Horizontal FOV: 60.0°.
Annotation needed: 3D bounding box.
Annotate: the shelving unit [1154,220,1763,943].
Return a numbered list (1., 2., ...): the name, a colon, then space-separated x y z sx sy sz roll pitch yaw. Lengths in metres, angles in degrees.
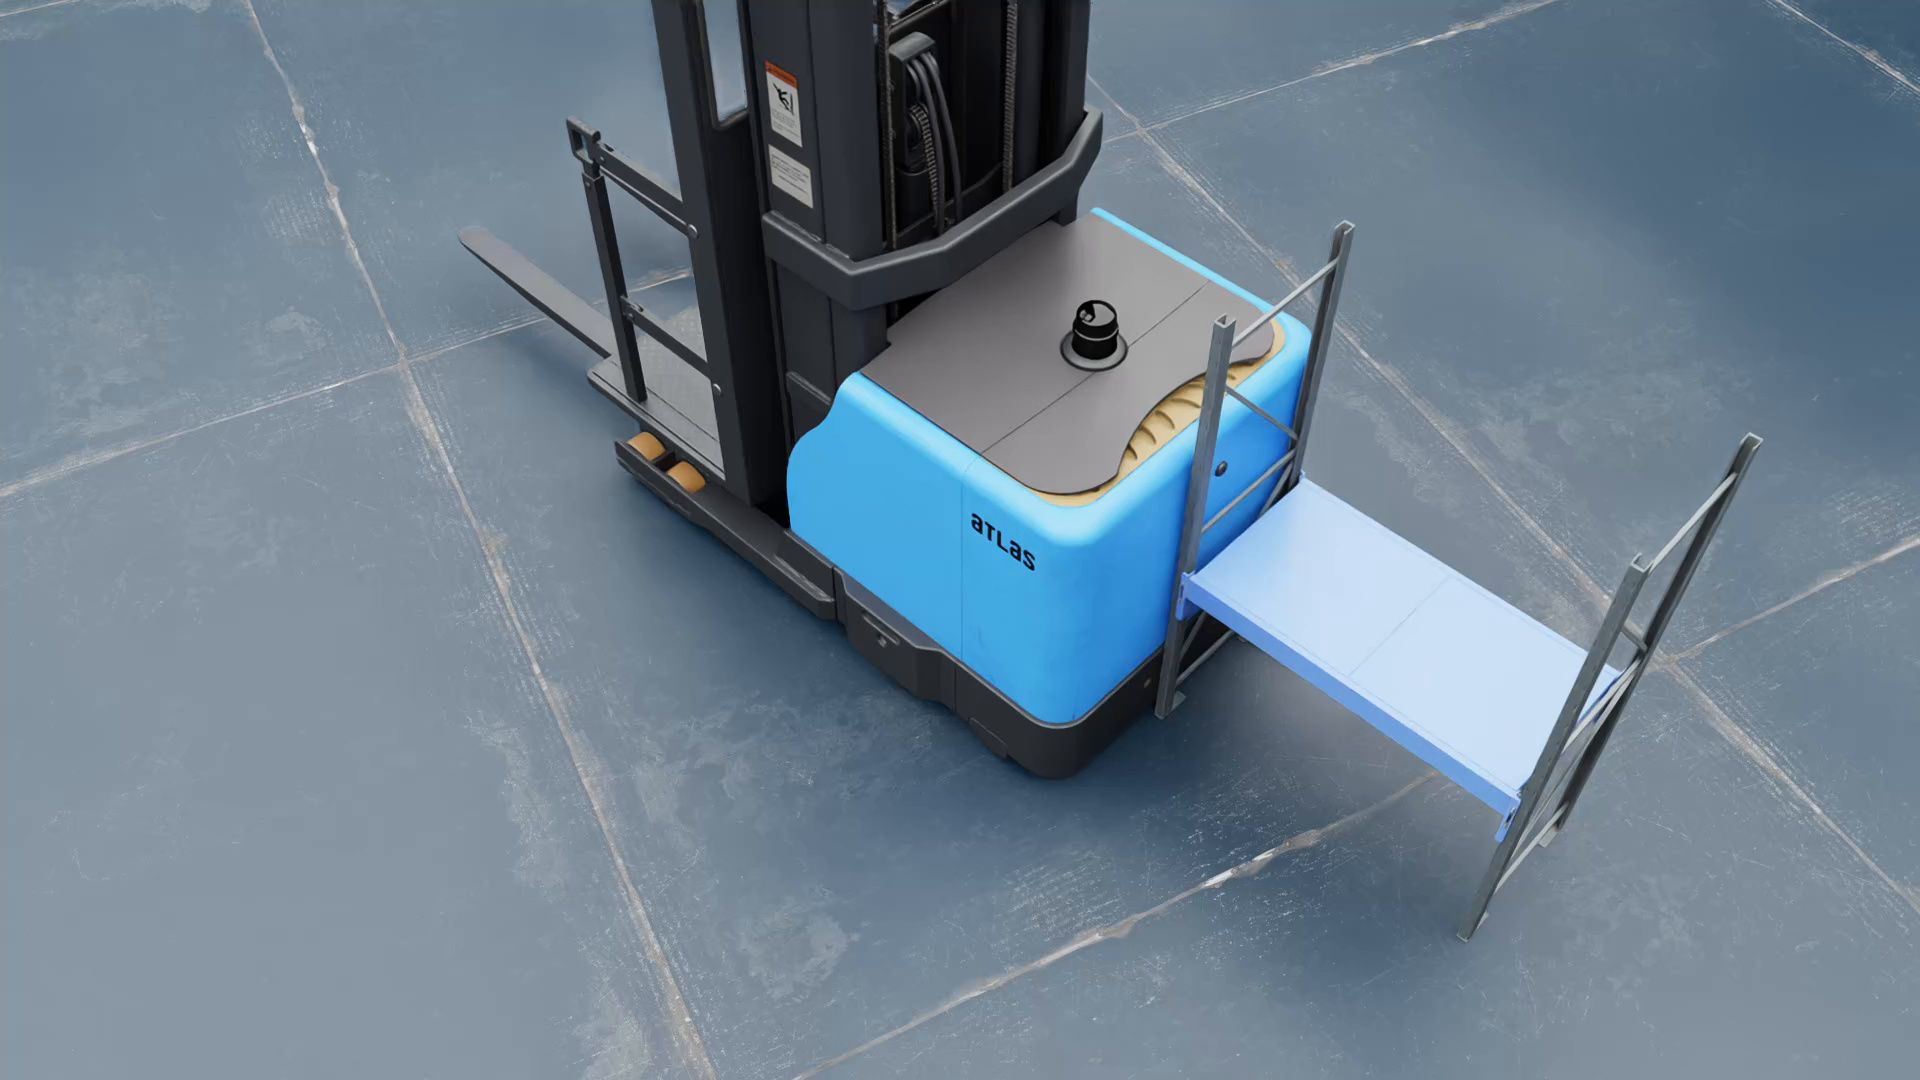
1. shelving unit: 1.112 0.148 4.124 1.048 1.500 0.538 36 58 27

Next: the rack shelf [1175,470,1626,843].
1. rack shelf: 1.112 0.267 4.259 1.000 0.185 0.538 36 58 27

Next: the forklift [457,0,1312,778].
1. forklift: -0.467 -1.302 4.442 3.031 2.935 1.130 36 58 27

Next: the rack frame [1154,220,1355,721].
1. rack frame: 0.745 -0.117 4.356 0.032 1.500 0.500 36 58 27

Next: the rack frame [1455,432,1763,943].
1. rack frame: 1.479 0.413 3.892 0.032 1.500 0.500 36 58 27
